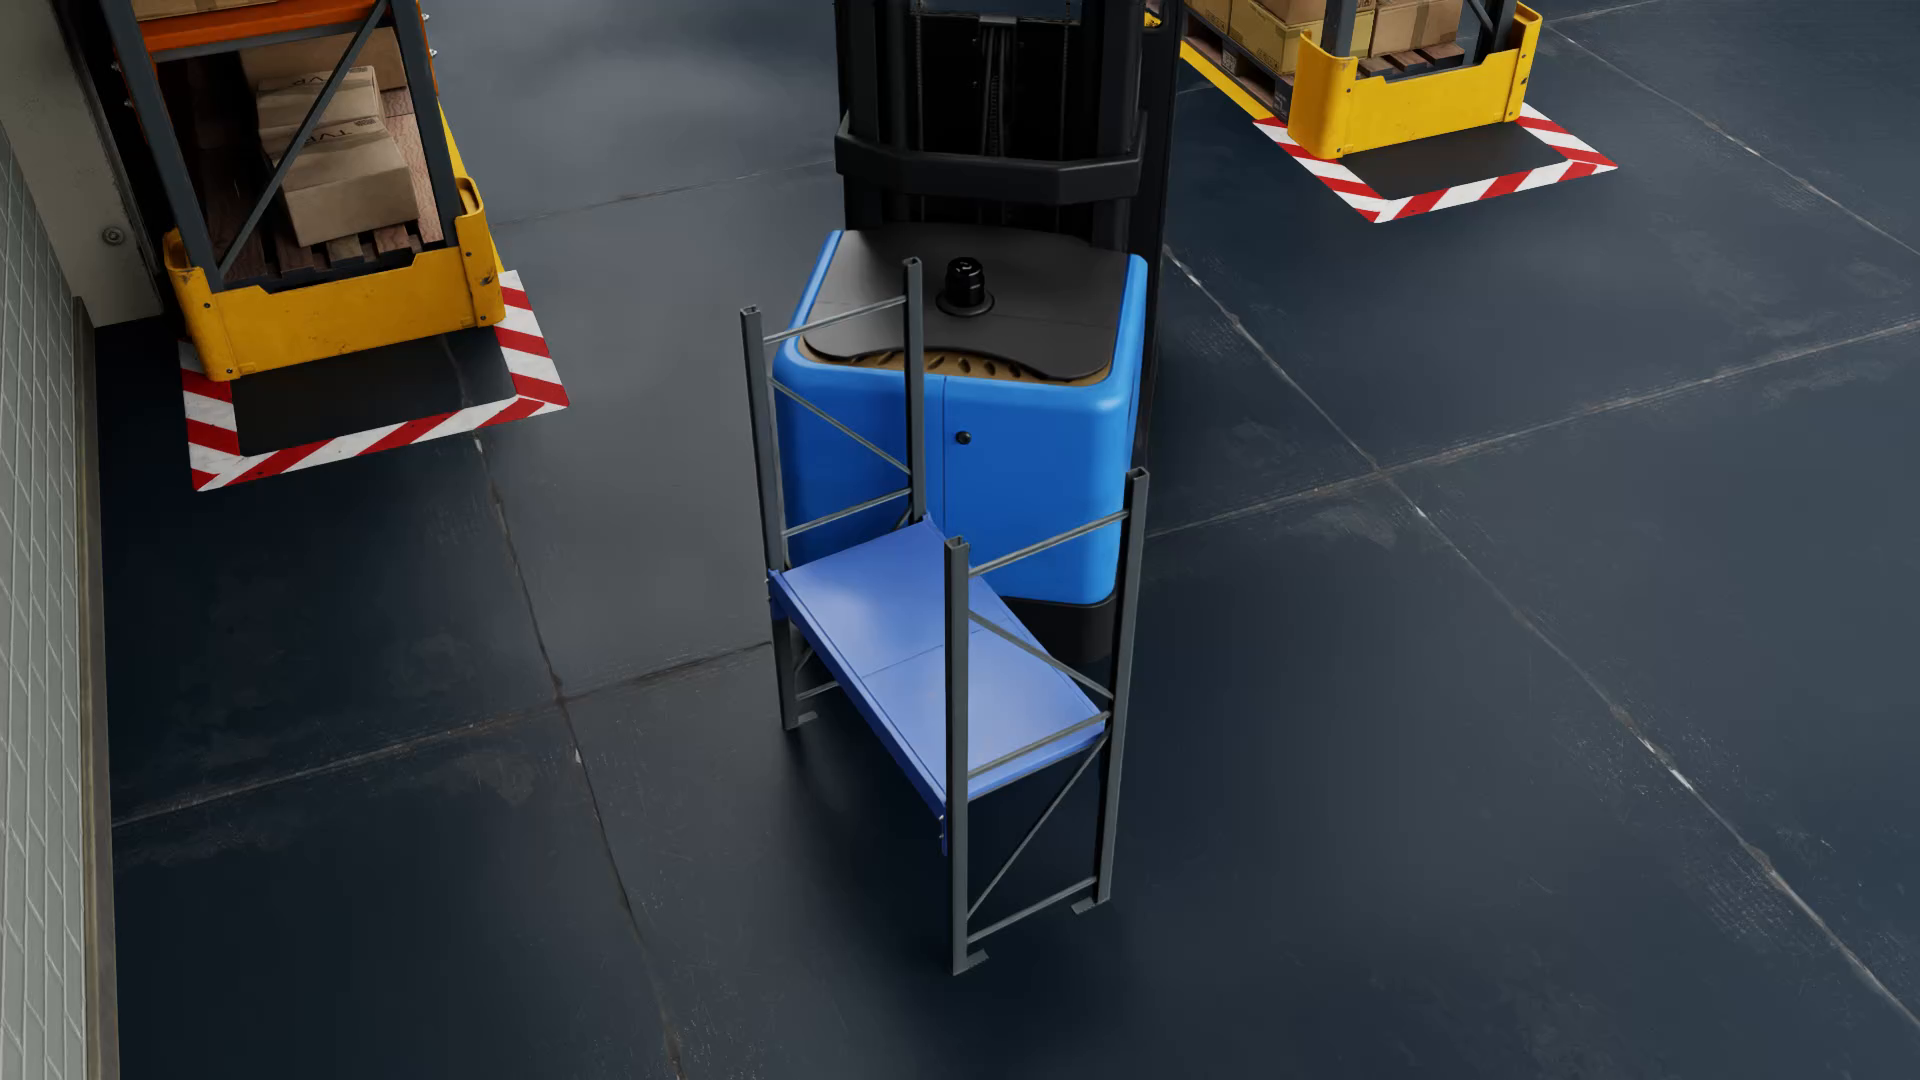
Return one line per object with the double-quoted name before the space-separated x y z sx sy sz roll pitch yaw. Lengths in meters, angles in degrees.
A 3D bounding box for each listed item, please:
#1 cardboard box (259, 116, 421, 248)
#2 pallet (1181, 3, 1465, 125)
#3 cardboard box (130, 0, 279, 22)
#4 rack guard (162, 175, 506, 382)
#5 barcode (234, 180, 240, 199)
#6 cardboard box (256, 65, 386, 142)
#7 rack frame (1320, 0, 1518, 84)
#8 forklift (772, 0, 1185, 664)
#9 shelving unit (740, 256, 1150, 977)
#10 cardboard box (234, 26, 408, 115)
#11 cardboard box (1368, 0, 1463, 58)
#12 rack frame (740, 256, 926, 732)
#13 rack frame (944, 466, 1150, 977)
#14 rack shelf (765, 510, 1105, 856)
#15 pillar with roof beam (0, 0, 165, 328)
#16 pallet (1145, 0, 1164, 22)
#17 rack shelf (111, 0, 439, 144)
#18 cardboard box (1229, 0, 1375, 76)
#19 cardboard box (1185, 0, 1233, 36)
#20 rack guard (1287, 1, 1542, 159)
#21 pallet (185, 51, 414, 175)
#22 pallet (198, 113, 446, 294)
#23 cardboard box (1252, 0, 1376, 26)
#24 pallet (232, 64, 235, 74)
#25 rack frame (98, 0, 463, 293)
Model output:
"cardboard box" -2.601 -1.529 6.952 0.500 0.311 0.500 -20 45 -22
"pallet" 1.825 -2.574 8.581 1.003 0.211 1.213 -15 43 -17
"cardboard box" -2.777 -2.127 6.022 0.500 0.250 0.500 -15 43 -16
"rack guard" -2.448 -1.041 6.577 1.175 0.500 0.348 -15 43 -17
"barcode" -2.977 -1.444 6.846 0.001 0.075 0.075 -15 43 -17
"cardboard box" -2.819 -1.873 7.352 0.500 0.311 0.500 -12 42 -13
"rack frame" 2.156 -3.181 7.148 1.000 3.000 0.127 -15 43 -17
"forklift" 0.190 -1.689 5.466 1.130 2.935 3.031 6 41 7
"shelving unit" -0.066 0.211 4.354 0.538 1.500 1.048 -21 45 -22
"cardboard box" -3.053 -2.399 7.819 0.700 0.500 0.500 -18 44 -20
"cardboard box" 2.156 -2.676 8.348 0.500 0.250 0.500 -15 43 -17
"rack frame" -0.322 -0.075 4.687 0.500 1.500 0.032 -21 45 -22
"rack frame" 0.190 0.498 4.021 0.500 1.500 0.032 -21 45 -22
"rack shelf" -0.066 0.348 4.471 0.538 0.185 1.000 -21 45 -22
"pillar with roof beam" 0.491 -5.497 5.241 9.100 9.000 0.400 -15 43 -17
"pallet" 1.362 -3.307 9.434 1.003 0.211 1.213 -15 43 -17
"rack shelf" -3.184 -2.875 7.344 1.077 0.370 4.000 -15 43 -17
"cardboard box" 1.678 -2.547 8.198 0.500 0.250 0.500 -15 43 -17
"cardboard box" 1.476 -2.845 8.544 0.500 0.250 0.500 -15 43 -17
"rack guard" 2.165 -2.218 7.946 1.175 0.500 0.348 -15 43 -17
"pallet" -3.189 -2.163 8.104 1.003 0.211 1.213 -15 43 -17
"pallet" -2.726 -1.429 7.250 1.003 0.211 1.213 -15 43 -17
"cardboard box" 1.676 -2.830 7.953 0.500 0.500 0.500 -15 43 -17
"pallet" -3.660 -2.899 8.959 1.003 0.211 1.213 -15 43 -17
"rack frame" -2.419 -1.943 5.708 1.000 3.000 0.127 -15 43 -17
